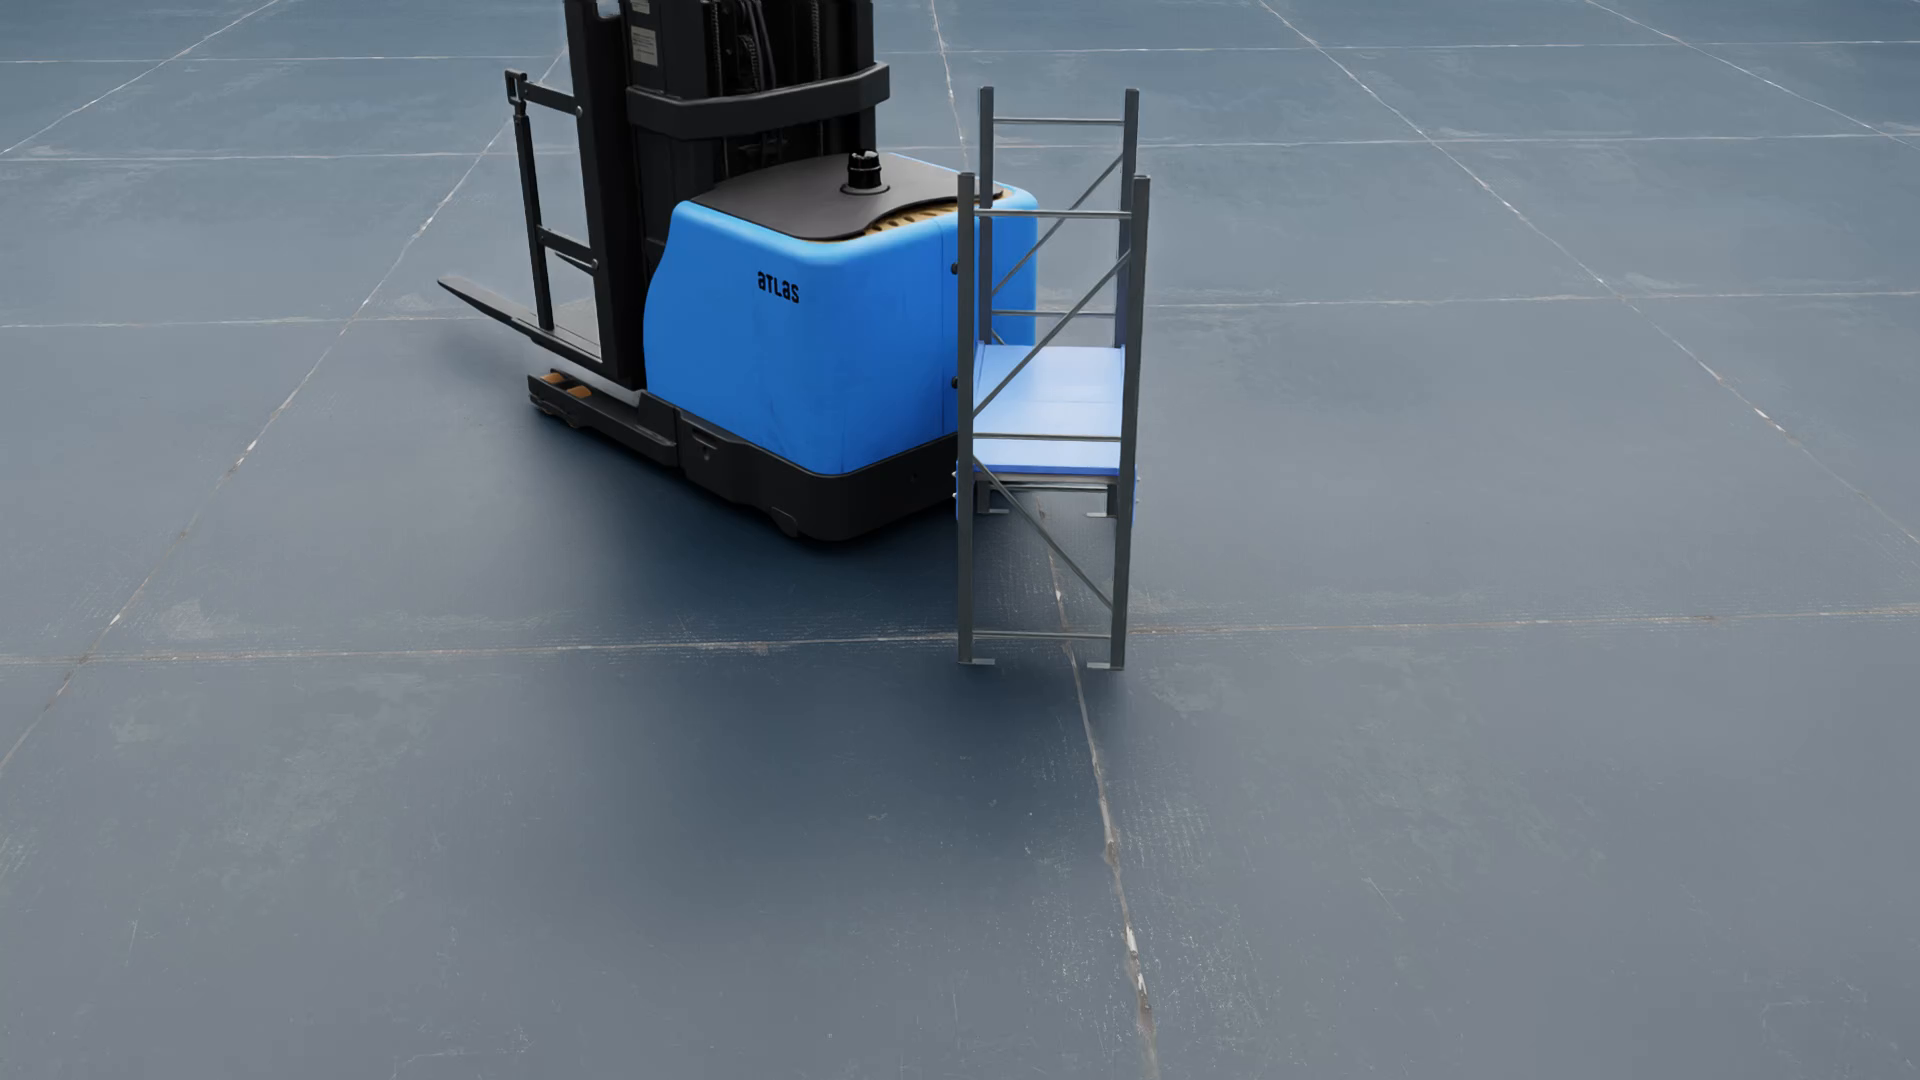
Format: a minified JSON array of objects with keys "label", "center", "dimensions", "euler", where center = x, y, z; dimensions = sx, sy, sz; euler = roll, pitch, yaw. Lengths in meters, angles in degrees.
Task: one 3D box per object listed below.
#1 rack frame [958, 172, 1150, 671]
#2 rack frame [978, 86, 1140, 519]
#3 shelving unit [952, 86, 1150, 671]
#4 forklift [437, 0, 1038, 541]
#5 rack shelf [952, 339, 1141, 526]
[{"label":"rack frame","center":[0.244,-0.286,4.676],"dimensions":[0.500,1.500,0.032],"euler":[2,28,3]},{"label":"rack frame","center":[0.313,-0.755,5.575],"dimensions":[0.500,1.500,0.032],"euler":[2,28,3]},{"label":"shelving unit","center":[0.279,-0.520,5.126],"dimensions":[0.538,1.500,1.048],"euler":[2,28,3]},{"label":"forklift","center":[-1.092,-1.886,6.196],"dimensions":[1.130,2.935,3.031],"euler":[-24,36,-38]},{"label":"rack shelf","center":[0.279,-0.361,5.209],"dimensions":[0.538,0.185,1.000],"euler":[2,28,3]}]
